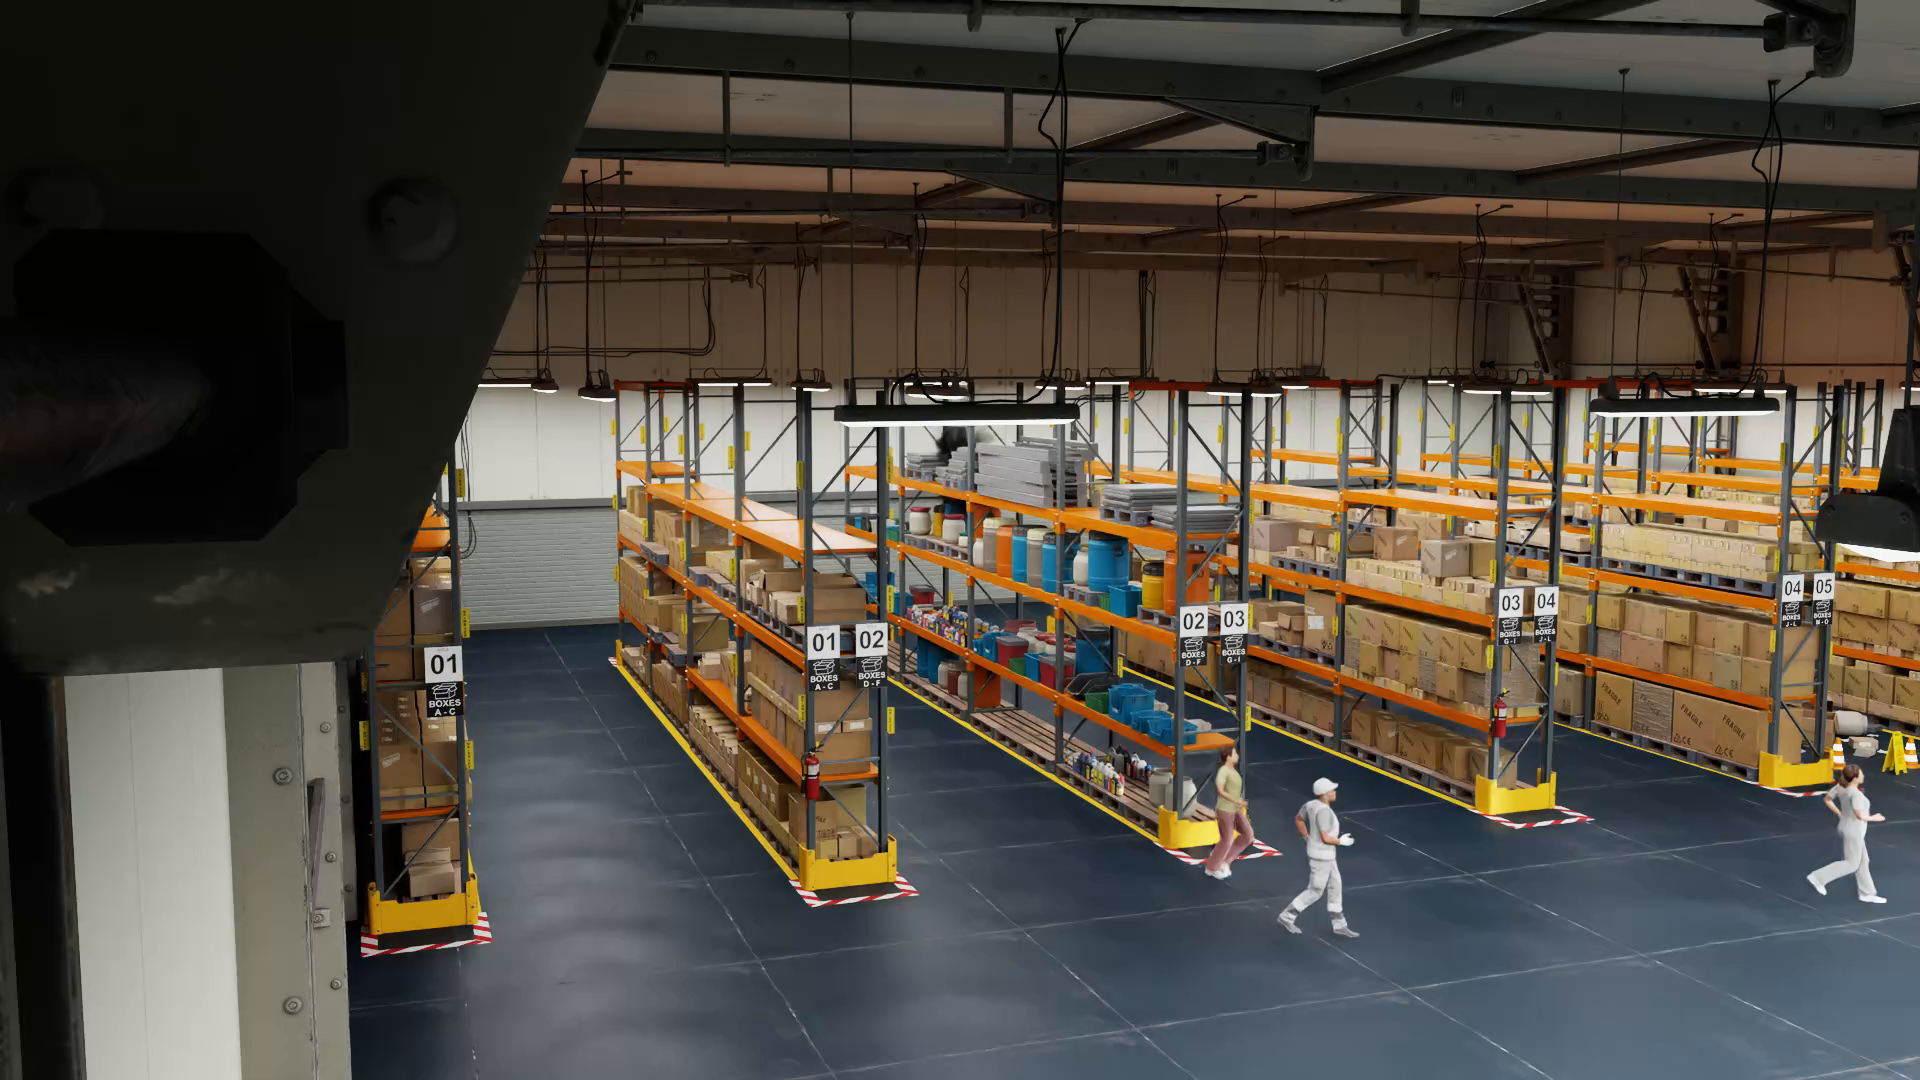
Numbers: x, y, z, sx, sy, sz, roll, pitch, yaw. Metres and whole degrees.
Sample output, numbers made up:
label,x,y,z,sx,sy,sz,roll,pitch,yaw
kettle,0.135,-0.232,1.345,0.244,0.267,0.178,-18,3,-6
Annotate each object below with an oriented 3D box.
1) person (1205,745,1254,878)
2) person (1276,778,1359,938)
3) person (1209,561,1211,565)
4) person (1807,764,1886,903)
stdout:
label,x,y,z,sx,sy,sz,roll,pitch,yaw
person,3.354,3.345,20.556,0.566,1.632,0.637,3,7,28
person,3.953,3.506,18.269,0.919,1.803,0.648,1,6,6
person,5.729,1.298,39.215,0.691,1.808,0.906,1,6,6
person,10.410,3.440,19.466,0.935,1.663,0.568,0,6,4
